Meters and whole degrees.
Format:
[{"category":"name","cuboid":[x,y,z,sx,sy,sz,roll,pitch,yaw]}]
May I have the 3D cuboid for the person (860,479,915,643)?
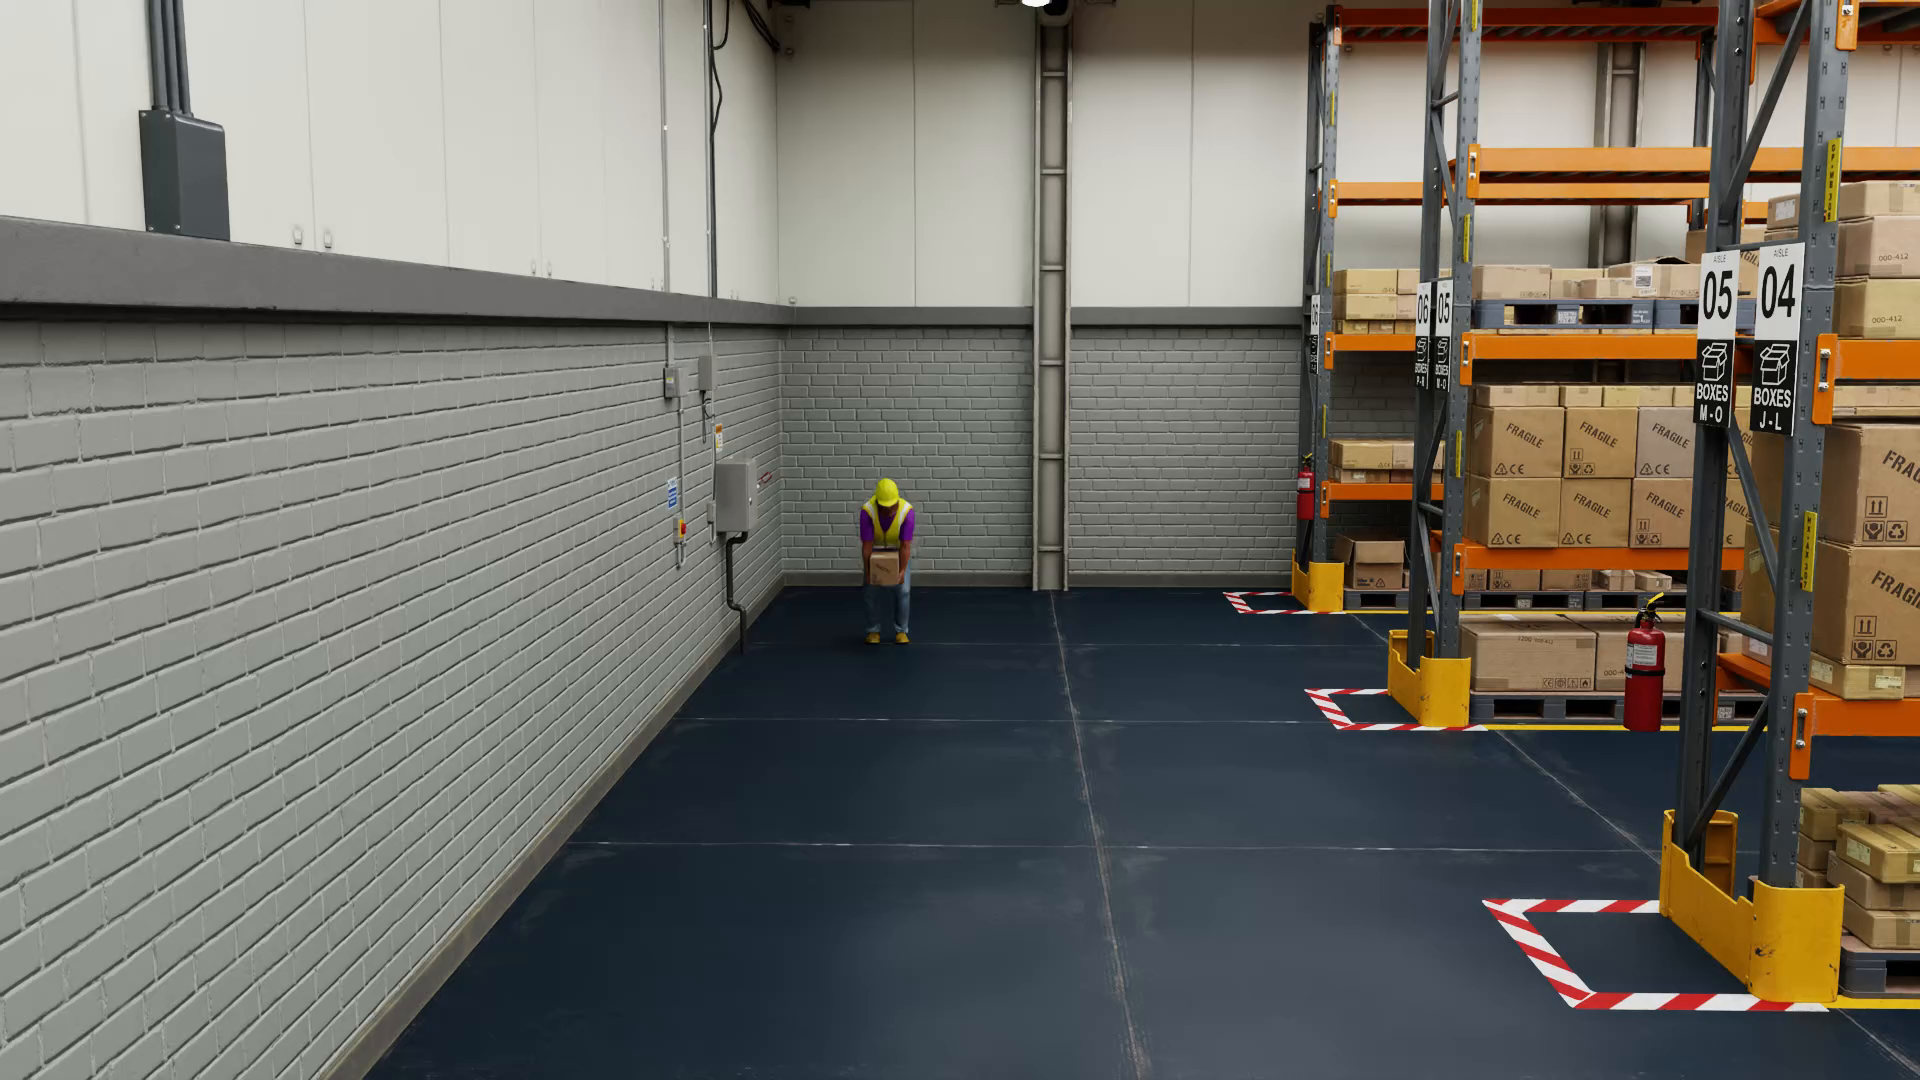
[{"category":"person","cuboid":[-0.652,0.192,15.032,0.488,1.542,0.802,0,7,0]}]
